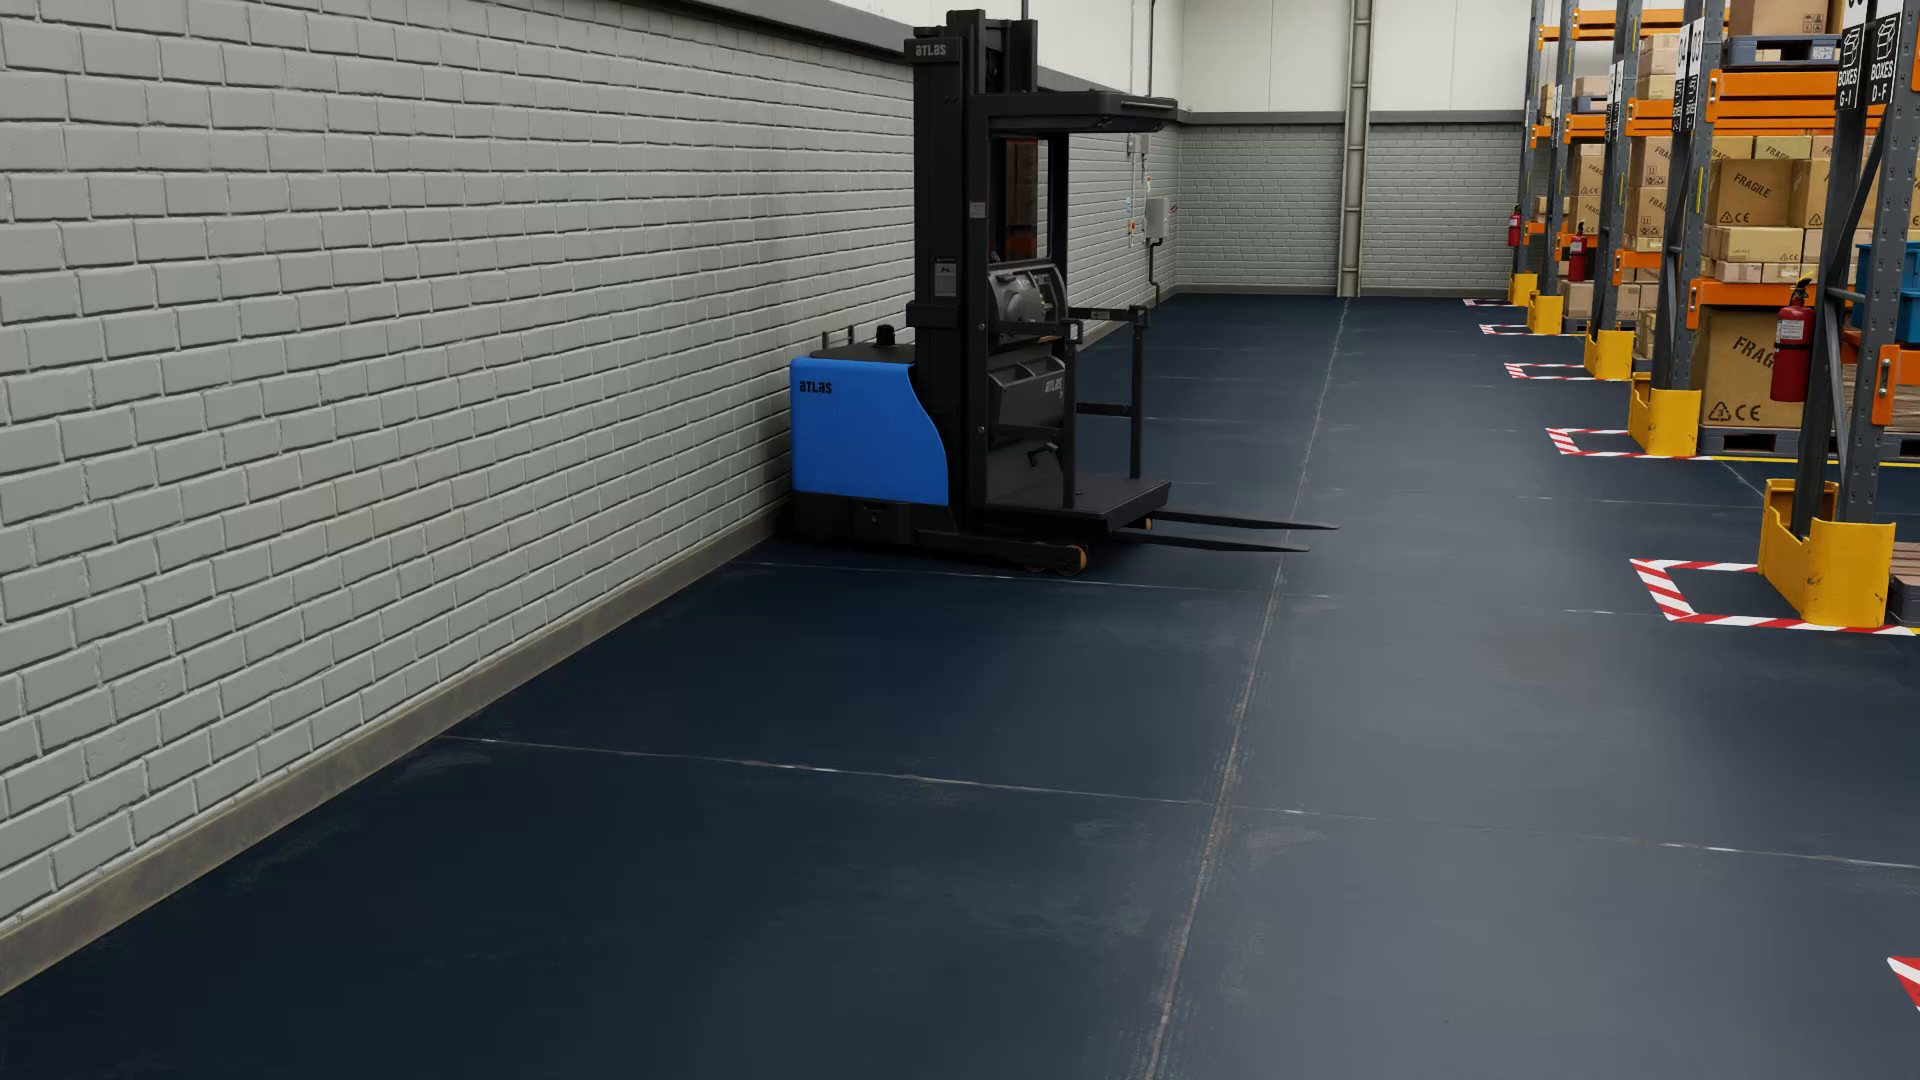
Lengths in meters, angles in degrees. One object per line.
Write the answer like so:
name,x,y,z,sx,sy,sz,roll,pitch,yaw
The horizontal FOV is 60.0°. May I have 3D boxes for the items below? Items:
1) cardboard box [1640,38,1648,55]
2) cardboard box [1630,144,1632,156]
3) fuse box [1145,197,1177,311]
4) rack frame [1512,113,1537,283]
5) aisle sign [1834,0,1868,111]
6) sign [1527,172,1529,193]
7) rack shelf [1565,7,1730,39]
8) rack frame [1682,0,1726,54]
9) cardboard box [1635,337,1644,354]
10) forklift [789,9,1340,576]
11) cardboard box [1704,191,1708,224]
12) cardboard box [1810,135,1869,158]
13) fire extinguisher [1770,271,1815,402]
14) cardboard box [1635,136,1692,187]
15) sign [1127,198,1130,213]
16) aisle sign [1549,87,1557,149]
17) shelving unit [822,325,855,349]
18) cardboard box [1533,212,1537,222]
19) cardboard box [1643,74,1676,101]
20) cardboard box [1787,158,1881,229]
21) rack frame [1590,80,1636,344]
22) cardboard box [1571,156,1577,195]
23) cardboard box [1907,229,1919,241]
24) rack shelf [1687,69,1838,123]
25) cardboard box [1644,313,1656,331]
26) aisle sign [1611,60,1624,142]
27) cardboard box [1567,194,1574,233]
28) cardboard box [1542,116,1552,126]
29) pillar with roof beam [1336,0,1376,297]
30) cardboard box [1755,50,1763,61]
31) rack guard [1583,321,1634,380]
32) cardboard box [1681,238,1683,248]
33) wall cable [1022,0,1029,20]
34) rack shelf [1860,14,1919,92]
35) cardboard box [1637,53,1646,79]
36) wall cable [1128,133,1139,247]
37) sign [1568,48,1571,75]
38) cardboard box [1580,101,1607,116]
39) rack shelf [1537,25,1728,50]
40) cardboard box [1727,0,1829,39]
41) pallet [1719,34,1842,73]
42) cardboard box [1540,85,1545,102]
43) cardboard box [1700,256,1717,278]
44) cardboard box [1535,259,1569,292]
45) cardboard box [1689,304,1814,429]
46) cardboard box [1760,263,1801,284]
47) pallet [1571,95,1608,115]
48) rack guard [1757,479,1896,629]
cardboard box,7.231,-5.130,17.275,0.250,0.149,0.380,3,13,13
cardboard box,8.700,-5.042,21.497,0.250,0.149,0.380,3,13,15
fuse box,3.090,-4.394,25.589,0.414,1.711,0.539,3,13,14
rack frame,9.111,-5.345,26.901,0.127,3.000,1.000,3,13,14
aisle sign,4.365,-2.510,8.121,0.004,0.787,0.394,3,13,14
sign,8.981,-5.654,26.293,0.005,0.325,0.100,3,13,14
rack shelf,9.867,-6.580,21.199,4.000,0.370,1.077,3,13,14
rack frame,5.551,-5.146,12.153,0.127,3.000,1.000,3,13,14
cardboard box,7.399,-2.085,17.818,0.250,0.149,0.380,3,13,14
forklift,0.563,-1.370,9.140,3.031,2.935,1.130,6,14,26
cardboard box,7.733,-3.345,16.969,0.500,0.500,0.500,3,13,14
cardboard box,8.697,-3.776,16.602,0.500,0.500,0.500,3,13,12
fire extinguisher,4.327,-1.059,8.623,0.183,0.674,0.296,3,13,14
cardboard box,7.210,-3.858,16.972,0.500,0.500,0.500,3,13,13
sign,2.374,-4.714,23.432,0.001,0.218,0.327,3,13,14
aisle sign,7.930,-5.639,22.225,0.004,0.787,0.394,3,13,14
shelving unit,-0.292,-0.773,10.622,1.048,1.125,0.538,4,13,17
cardboard box,9.497,-5.262,27.105,0.250,0.149,0.380,3,13,13
cardboard box,7.212,-4.569,16.824,0.500,0.250,0.500,4,13,16
cardboard box,6.438,-2.548,12.220,0.500,0.500,0.500,3,13,12
rack frame,6.838,-3.255,17.480,0.127,3.000,1.000,3,13,14
cardboard box,8.451,-4.863,22.189,0.500,0.500,0.500,4,13,15
cardboard box,6.946,-2.155,12.182,0.500,0.250,0.500,3,13,12
rack shelf,7.493,-3.227,12.088,4.000,0.370,1.077,3,13,14
cardboard box,7.265,-2.260,17.235,0.250,0.149,0.380,2,13,11
aisle sign,6.695,-4.465,16.931,0.004,0.787,0.394,3,13,14
cardboard box,8.457,-4.381,22.323,0.500,0.500,0.500,3,13,14
cardboard box,9.365,-6.622,26.309,0.250,0.149,0.380,3,13,15
pillar with roof beam,5.678,-7.698,23.656,0.400,9.000,9.100,3,13,14
cardboard box,7.709,-4.786,16.647,0.500,0.250,0.500,3,13,13
rack guard,6.911,-2.031,17.733,0.348,0.500,1.175,3,13,14
cardboard box,7.331,-3.042,17.101,0.250,0.149,0.380,4,13,16
wall cable,0.887,-7.735,16.394,0.120,5.999,2.277,3,13,14
rack shelf,6.306,-2.185,7.393,4.000,0.370,1.077,3,13,14
cardboard box,7.346,-4.920,17.251,0.500,0.250,0.500,3,13,12
wall cable,2.445,-5.100,23.379,0.123,1.953,0.585,3,13,14
sign,7.787,-6.115,21.243,0.005,0.325,0.100,3,13,14
cardboard box,9.975,-6.779,26.098,0.500,0.250,0.500,3,13,15
rack shelf,11.053,-7.817,25.862,4.000,0.370,1.077,3,13,14
cardboard box,6.069,-3.969,12.340,0.500,0.500,0.700,2,13,10
pallet,6.274,-3.602,12.324,1.213,0.211,1.003,3,13,14
cardboard box,9.610,-7.161,26.667,0.500,0.250,0.500,3,13,12
cardboard box,5.976,-2.145,13.059,0.250,0.149,0.380,3,13,15
cardboard box,9.682,-4.280,26.893,0.637,0.503,0.797,3,13,11
cardboard box,6.192,-1.369,12.913,0.875,0.875,0.875,3,13,14
cardboard box,6.066,-1.994,12.375,0.250,0.149,0.380,3,13,13
pallet,8.648,-5.686,21.717,1.213,0.211,1.003,3,13,14
rack guard,4.338,0.046,8.372,0.348,0.500,1.175,3,13,14
